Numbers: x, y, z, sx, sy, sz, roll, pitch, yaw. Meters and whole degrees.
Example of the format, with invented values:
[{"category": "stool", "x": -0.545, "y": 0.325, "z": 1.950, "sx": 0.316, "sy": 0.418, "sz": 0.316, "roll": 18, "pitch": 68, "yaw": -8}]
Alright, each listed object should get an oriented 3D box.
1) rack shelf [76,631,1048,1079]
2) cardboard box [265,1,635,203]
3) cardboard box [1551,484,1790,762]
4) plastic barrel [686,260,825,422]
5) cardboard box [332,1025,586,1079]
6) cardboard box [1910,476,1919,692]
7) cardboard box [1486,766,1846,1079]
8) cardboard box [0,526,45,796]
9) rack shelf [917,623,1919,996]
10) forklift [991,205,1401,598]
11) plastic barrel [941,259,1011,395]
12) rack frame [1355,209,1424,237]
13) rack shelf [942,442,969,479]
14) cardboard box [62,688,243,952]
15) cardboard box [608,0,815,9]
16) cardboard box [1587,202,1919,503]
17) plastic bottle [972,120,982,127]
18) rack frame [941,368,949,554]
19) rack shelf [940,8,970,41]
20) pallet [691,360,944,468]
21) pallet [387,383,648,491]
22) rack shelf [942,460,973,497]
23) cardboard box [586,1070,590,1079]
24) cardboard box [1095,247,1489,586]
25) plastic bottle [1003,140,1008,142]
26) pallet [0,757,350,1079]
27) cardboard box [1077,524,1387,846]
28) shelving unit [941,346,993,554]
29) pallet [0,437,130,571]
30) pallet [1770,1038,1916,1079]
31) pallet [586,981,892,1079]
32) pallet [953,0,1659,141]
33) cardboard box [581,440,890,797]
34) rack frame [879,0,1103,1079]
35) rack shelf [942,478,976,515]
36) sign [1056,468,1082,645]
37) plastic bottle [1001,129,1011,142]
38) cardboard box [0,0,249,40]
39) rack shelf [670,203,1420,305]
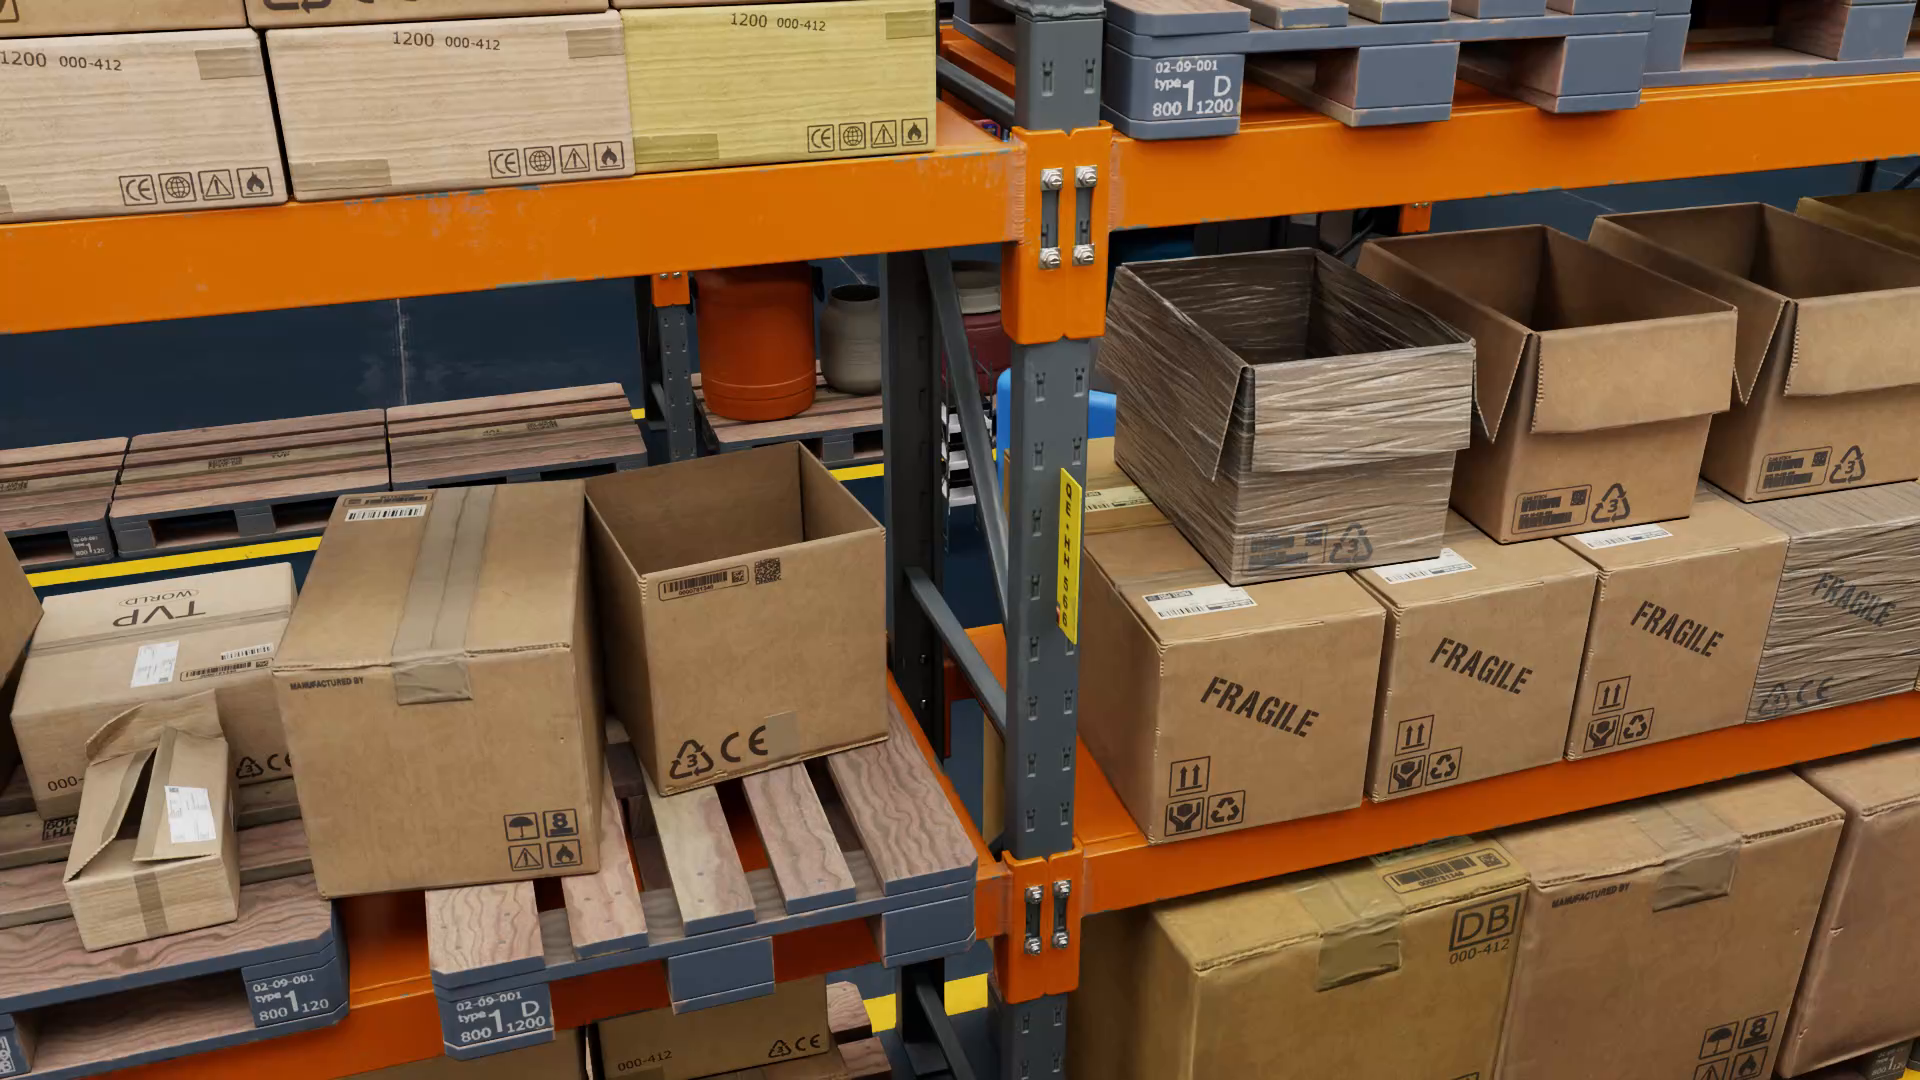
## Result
[{"category": "rack shelf", "x": -1.877, "y": 0.884, "z": 3.405, "sx": 4.000, "sy": 0.370, "sz": 1.077, "roll": -8, "pitch": 28, "yaw": -16}, {"category": "cardboard box", "x": -0.819, "y": -0.747, "z": 2.676, "sx": 0.500, "sy": 0.250, "sz": 0.500, "roll": -8, "pitch": 28, "yaw": -16}, {"category": "cardboard box", "x": 1.547, "y": 0.146, "z": 3.970, "sx": 0.500, "sy": 0.500, "sz": 0.500, "roll": -9, "pitch": 28, "yaw": -17}, {"category": "plastic barrel", "x": -1.049, "y": -1.098, "z": 8.557, "sx": 0.708, "sy": 0.830, "sz": 0.600, "roll": -8, "pitch": 28, "yaw": -16}, {"category": "cardboard box", "x": -1.105, "y": 1.056, "z": 3.724, "sx": 0.500, "sy": 0.250, "sz": 0.500, "roll": -5, "pitch": 27, "yaw": -10}, {"category": "cardboard box", "x": 2.500, "y": 0.011, "z": 4.242, "sx": 0.500, "sy": 0.500, "sz": 0.500, "roll": -9, "pitch": 28, "yaw": -17}, {"category": "cardboard box", "x": 1.537, "y": 0.844, "z": 4.593, "sx": 0.875, "sy": 0.875, "sz": 1.225, "roll": -8, "pitch": 28, "yaw": -16}, {"category": "cardboard box", "x": -2.159, "y": 0.325, "z": 3.133, "sx": 0.637, "sy": 0.503, "sz": 0.797, "roll": -5, "pitch": 27, "yaw": -11}, {"category": "rack shelf", "x": 1.926, "y": 0.333, "z": 4.514, "sx": 4.000, "sy": 0.370, "sz": 1.077, "roll": -8, "pitch": 28, "yaw": -16}, {"category": "forklift", "x": 1.673, "y": -0.883, "z": 6.231, "sx": 3.031, "sy": 2.935, "sz": 1.130, "roll": 14, "pitch": 30, "yaw": 26}, {"category": "plastic barrel", "x": 0.024, "y": -1.146, "z": 8.924, "sx": 0.708, "sy": 0.588, "sz": 0.600, "roll": -8, "pitch": 28, "yaw": -16}, {"category": "rack frame", "x": 2.294, "y": -2.358, "z": 9.127, "sx": 0.127, "sy": 3.000, "sz": 1.000, "roll": -8, "pitch": 28, "yaw": -16}, {"category": "rack shelf", "x": 0.008, "y": -0.374, "z": 7.567, "sx": 0.200, "sy": 0.077, "sz": 0.258, "roll": -8, "pitch": 28, "yaw": -16}, {"category": "cardboard box", "x": -1.478, "y": 0.502, "z": 3.044, "sx": 0.258, "sy": 0.266, "sz": 0.396, "roll": -9, "pitch": 28, "yaw": -18}, {"category": "cardboard box", "x": -0.352, "y": -1.154, "z": 2.654, "sx": 0.500, "sy": 0.500, "sz": 0.500, "roll": -8, "pitch": 27, "yaw": -15}, {"category": "cardboard box", "x": 1.981, "y": -0.485, "z": 4.113, "sx": 0.637, "sy": 0.503, "sz": 0.797, "roll": -7, "pitch": 27, "yaw": -14}, {"category": "plastic bottle", "x": 0.050, "y": -2.113, "z": 8.765, "sx": 0.133, "sy": 0.283, "sz": 0.061, "roll": -8, "pitch": 28, "yaw": -16}, {"category": "rack frame", "x": -0.089, "y": -0.390, "z": 7.524, "sx": 0.006, "sy": 0.900, "sz": 0.240, "roll": -8, "pitch": 28, "yaw": -16}, {"category": "rack shelf", "x": -1.138, "y": -3.856, "z": 12.952, "sx": 4.000, "sy": 0.370, "sz": 1.077, "roll": -8, "pitch": 28, "yaw": -16}, {"category": "pallet", "x": -0.773, "y": -0.685, "z": 8.892, "sx": 1.213, "sy": 0.211, "sz": 1.003, "roll": -8, "pitch": 28, "yaw": -16}, {"category": "pallet", "x": -2.258, "y": -0.468, "z": 8.456, "sx": 1.213, "sy": 0.211, "sz": 1.003, "roll": -8, "pitch": 28, "yaw": -16}, {"category": "rack shelf", "x": 0.008, "y": -0.294, "z": 7.607, "sx": 0.200, "sy": 0.077, "sz": 0.258, "roll": -8, "pitch": 28, "yaw": -16}, {"category": "cardboard box", "x": -1.130, "y": 1.392, "z": 3.890, "sx": 0.500, "sy": 0.500, "sz": 0.700, "roll": -11, "pitch": 28, "yaw": -20}, {"category": "cardboard box", "x": 0.725, "y": -0.301, "z": 3.743, "sx": 0.637, "sy": 0.503, "sz": 0.797, "roll": -7, "pitch": 27, "yaw": -14}, {"category": "plastic bottle", "x": 0.219, "y": -1.836, "z": 8.220, "sx": 0.097, "sy": 0.271, "sz": 0.097, "roll": 0, "pitch": 26, "yaw": 0}, {"category": "pallet", "x": -1.845, "y": 0.662, "z": 3.258, "sx": 1.213, "sy": 0.211, "sz": 1.003, "roll": -8, "pitch": 28, "yaw": -16}, {"category": "cardboard box", "x": 0.571, "y": 0.290, "z": 3.680, "sx": 0.500, "sy": 0.500, "sz": 0.500, "roll": -7, "pitch": 27, "yaw": -15}, {"category": "shelving unit", "x": 0.008, "y": -0.404, "z": 7.552, "sx": 0.210, "sy": 0.900, "sz": 0.258, "roll": -8, "pitch": 28, "yaw": -16}, {"category": "pallet", "x": -4.578, "y": -0.132, "z": 7.779, "sx": 1.213, "sy": 0.211, "sz": 1.003, "roll": -8, "pitch": 28, "yaw": -16}, {"category": "pallet", "x": 1.955, "y": 1.292, "z": 4.909, "sx": 1.213, "sy": 0.211, "sz": 1.003, "roll": -8, "pitch": 28, "yaw": -16}, {"category": "pallet", "x": -0.719, "y": 1.643, "z": 4.204, "sx": 1.213, "sy": 0.211, "sz": 1.003, "roll": -8, "pitch": 28, "yaw": -16}, {"category": "pallet", "x": 0.620, "y": -1.083, "z": 3.398, "sx": 1.003, "sy": 0.211, "sz": 1.213, "roll": -7, "pitch": 27, "yaw": -14}, {"category": "cardboard box", "x": -0.477, "y": 0.145, "z": 3.500, "sx": 0.500, "sy": 0.500, "sz": 0.500, "roll": -12, "pitch": 29, "yaw": -22}, {"category": "rack frame", "x": 0.024, "y": 0.287, "z": 3.800, "sx": 0.127, "sy": 3.000, "sz": 1.000, "roll": -8, "pitch": 28, "yaw": -16}, {"category": "rack shelf", "x": 0.008, "y": -0.213, "z": 7.647, "sx": 0.200, "sy": 0.077, "sz": 0.258, "roll": -8, "pitch": 28, "yaw": -16}, {"category": "sign", "x": 0.201, "y": 0.032, "z": 3.100, "sx": 0.005, "sy": 0.325, "sz": 0.100, "roll": -8, "pitch": 28, "yaw": -16}, {"category": "plastic bottle", "x": 0.299, "y": -1.966, "z": 8.391, "sx": 0.185, "sy": 0.351, "sz": 0.144, "roll": -8, "pitch": 28, "yaw": -16}, {"category": "cardboard box", "x": -1.311, "y": -1.017, "z": 2.378, "sx": 0.500, "sy": 0.500, "sz": 0.500, "roll": -8, "pitch": 27, "yaw": -15}, {"category": "rack shelf", "x": 0.392, "y": -1.761, "z": 8.732, "sx": 4.000, "sy": 0.370, "sz": 1.077, "roll": -8, "pitch": 28, "yaw": -16}]
